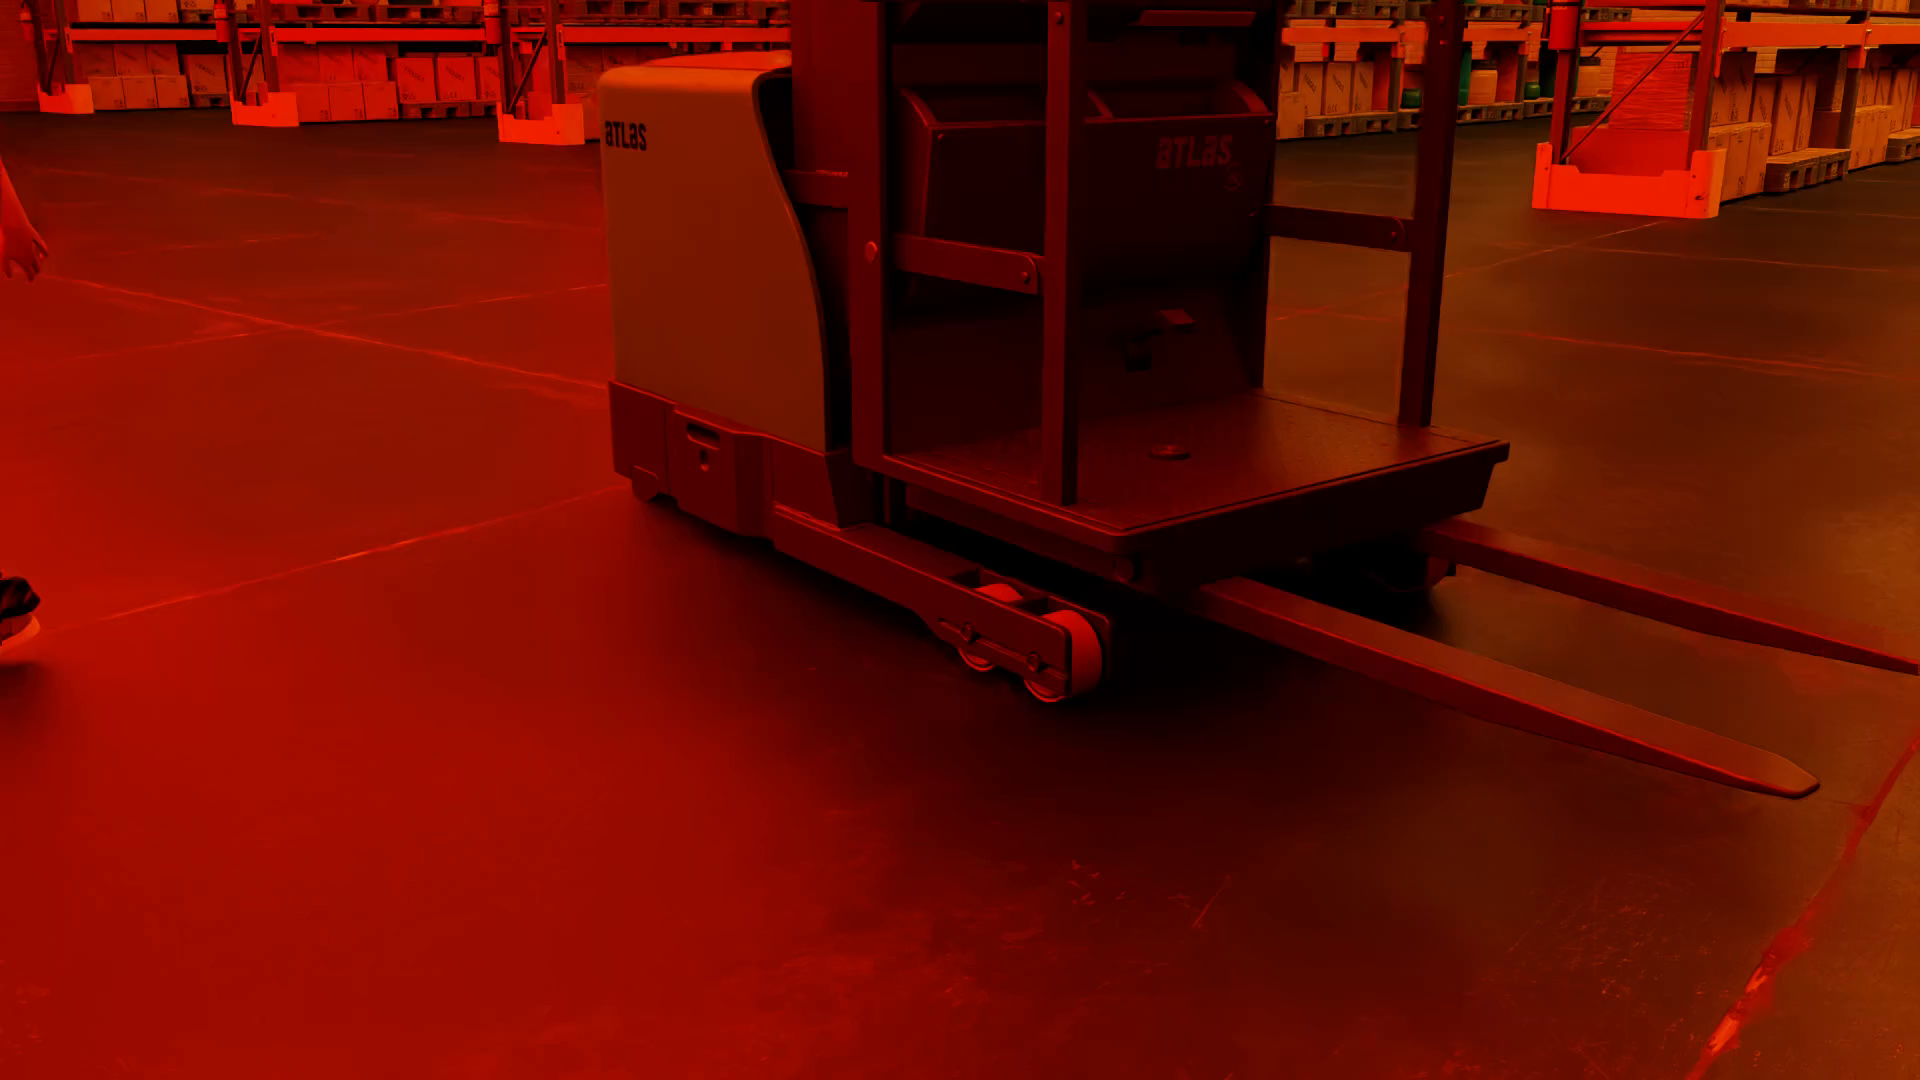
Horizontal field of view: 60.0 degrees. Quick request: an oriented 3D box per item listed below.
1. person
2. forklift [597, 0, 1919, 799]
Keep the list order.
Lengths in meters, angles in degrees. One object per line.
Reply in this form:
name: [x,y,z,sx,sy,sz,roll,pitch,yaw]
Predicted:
person: [-1.985,-0.405,2.721,0.429,1.540,0.839,11,20,33]
forklift: [0.401,-1.272,3.087,1.130,2.935,3.031,-13,21,-36]
